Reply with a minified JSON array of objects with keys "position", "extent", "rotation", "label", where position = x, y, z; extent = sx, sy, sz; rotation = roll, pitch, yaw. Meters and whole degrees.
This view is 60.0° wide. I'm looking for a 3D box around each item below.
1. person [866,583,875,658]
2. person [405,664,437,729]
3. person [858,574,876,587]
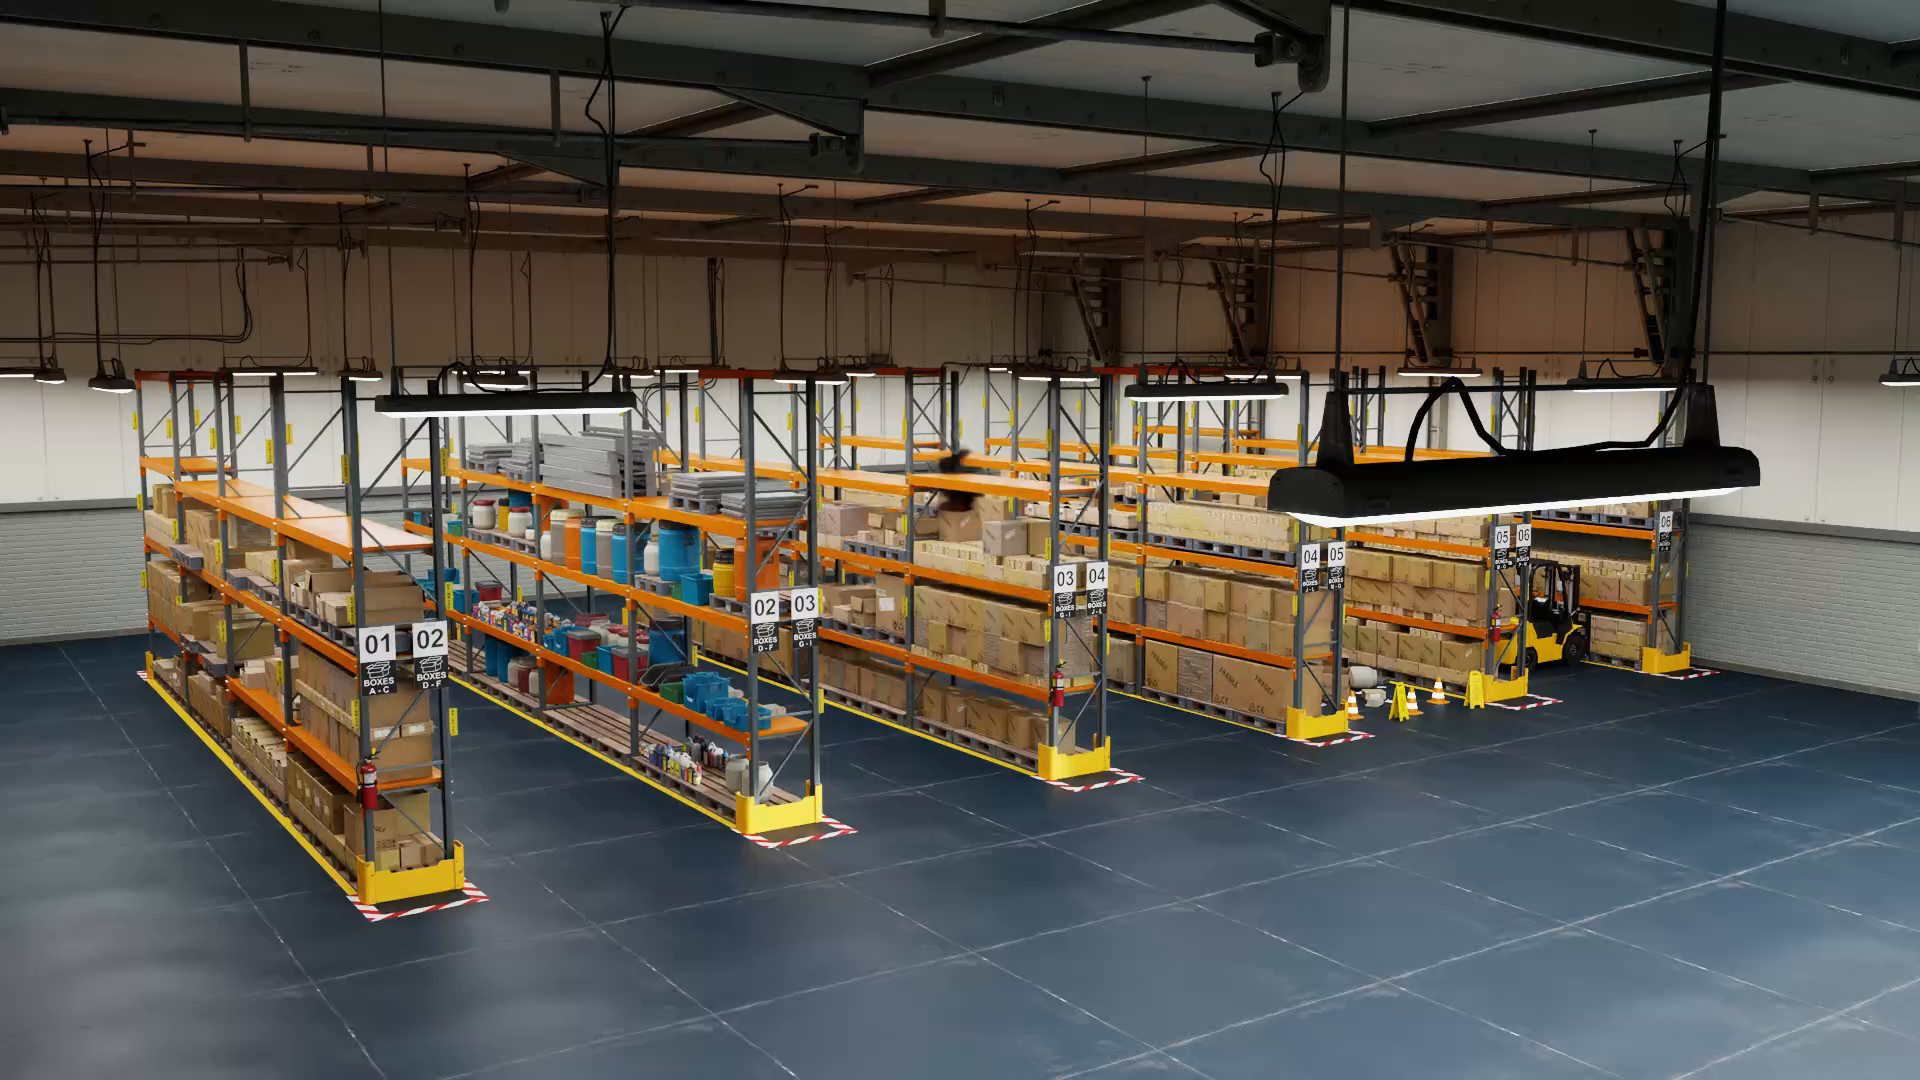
[{"position":[-1.798,1.696,33.674],"extent":[0.640,1.679,0.596],"rotation":[-4,8,-34],"label":"person"},{"position":[-9.185,2.315,28.083],"extent":[0.972,1.670,0.580],"rotation":[6,9,45],"label":"person"},{"position":[-2.353,0.741,42.086],"extent":[0.639,1.778,0.689],"rotation":[4,8,32],"label":"person"}]
